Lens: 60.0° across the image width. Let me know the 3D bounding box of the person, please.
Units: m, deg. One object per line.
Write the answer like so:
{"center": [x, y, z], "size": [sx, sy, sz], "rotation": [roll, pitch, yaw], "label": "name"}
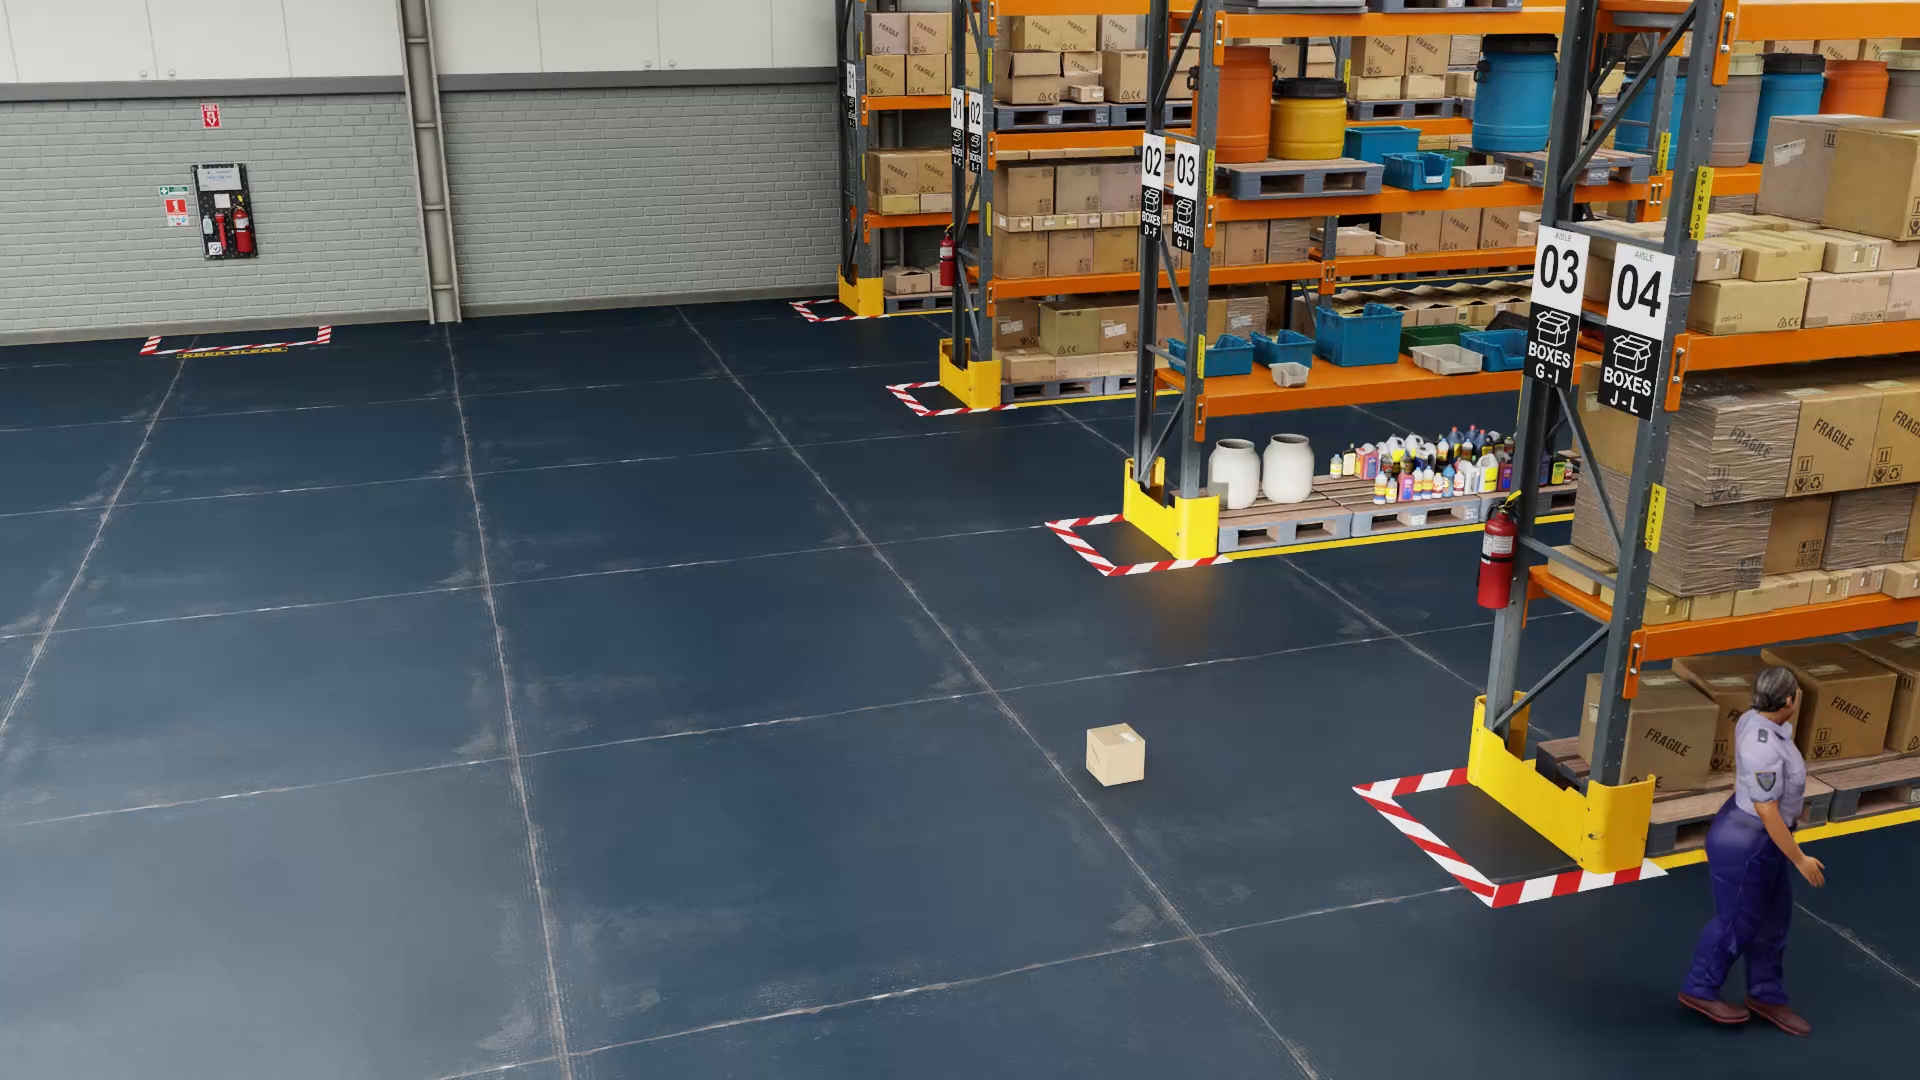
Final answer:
{"center": [3.541, 1.357, 7.227], "size": [0.556, 1.678, 0.503], "rotation": [11, 22, 27], "label": "person"}
